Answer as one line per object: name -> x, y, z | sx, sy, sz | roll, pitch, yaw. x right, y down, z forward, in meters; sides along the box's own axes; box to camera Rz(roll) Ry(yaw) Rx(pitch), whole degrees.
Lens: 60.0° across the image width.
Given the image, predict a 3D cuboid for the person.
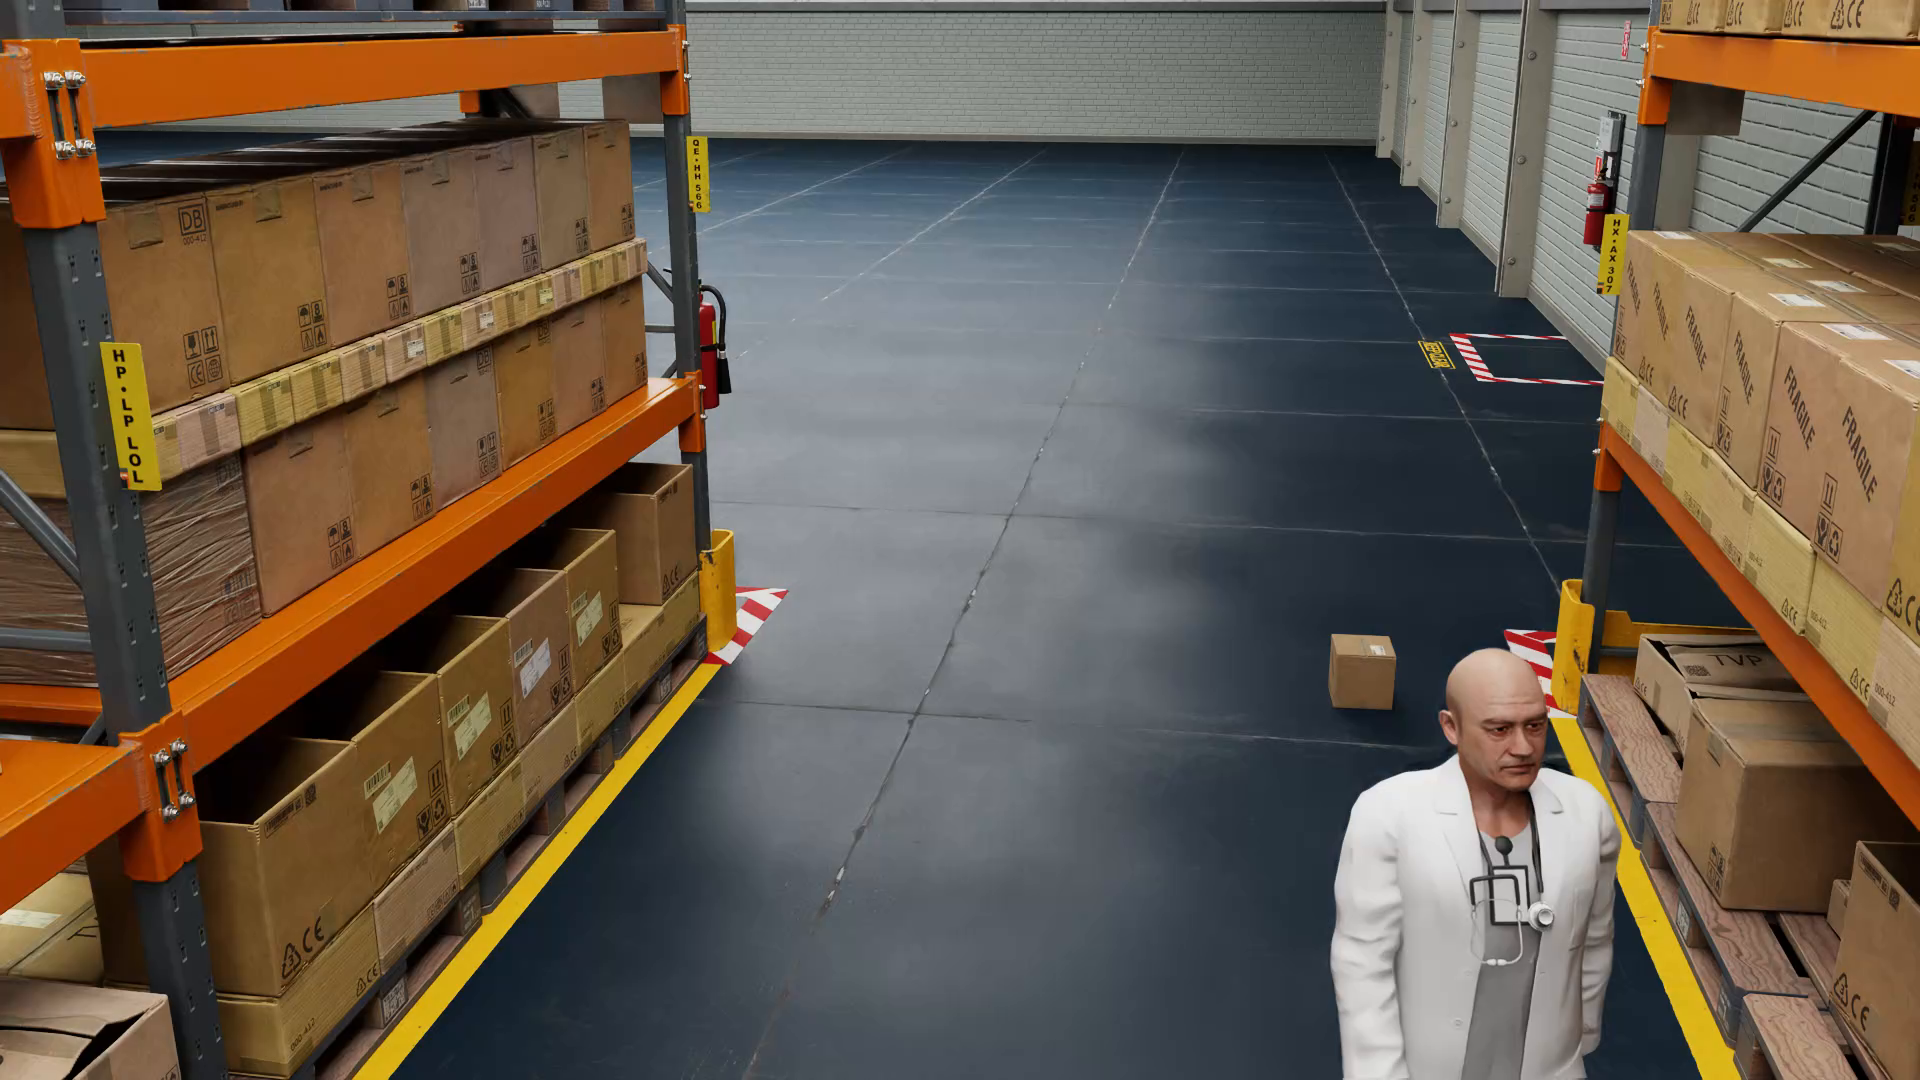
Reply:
person -> 0.995, 1.071, 3.175 | 0.593, 1.731, 1.010 | 1, 18, 2
